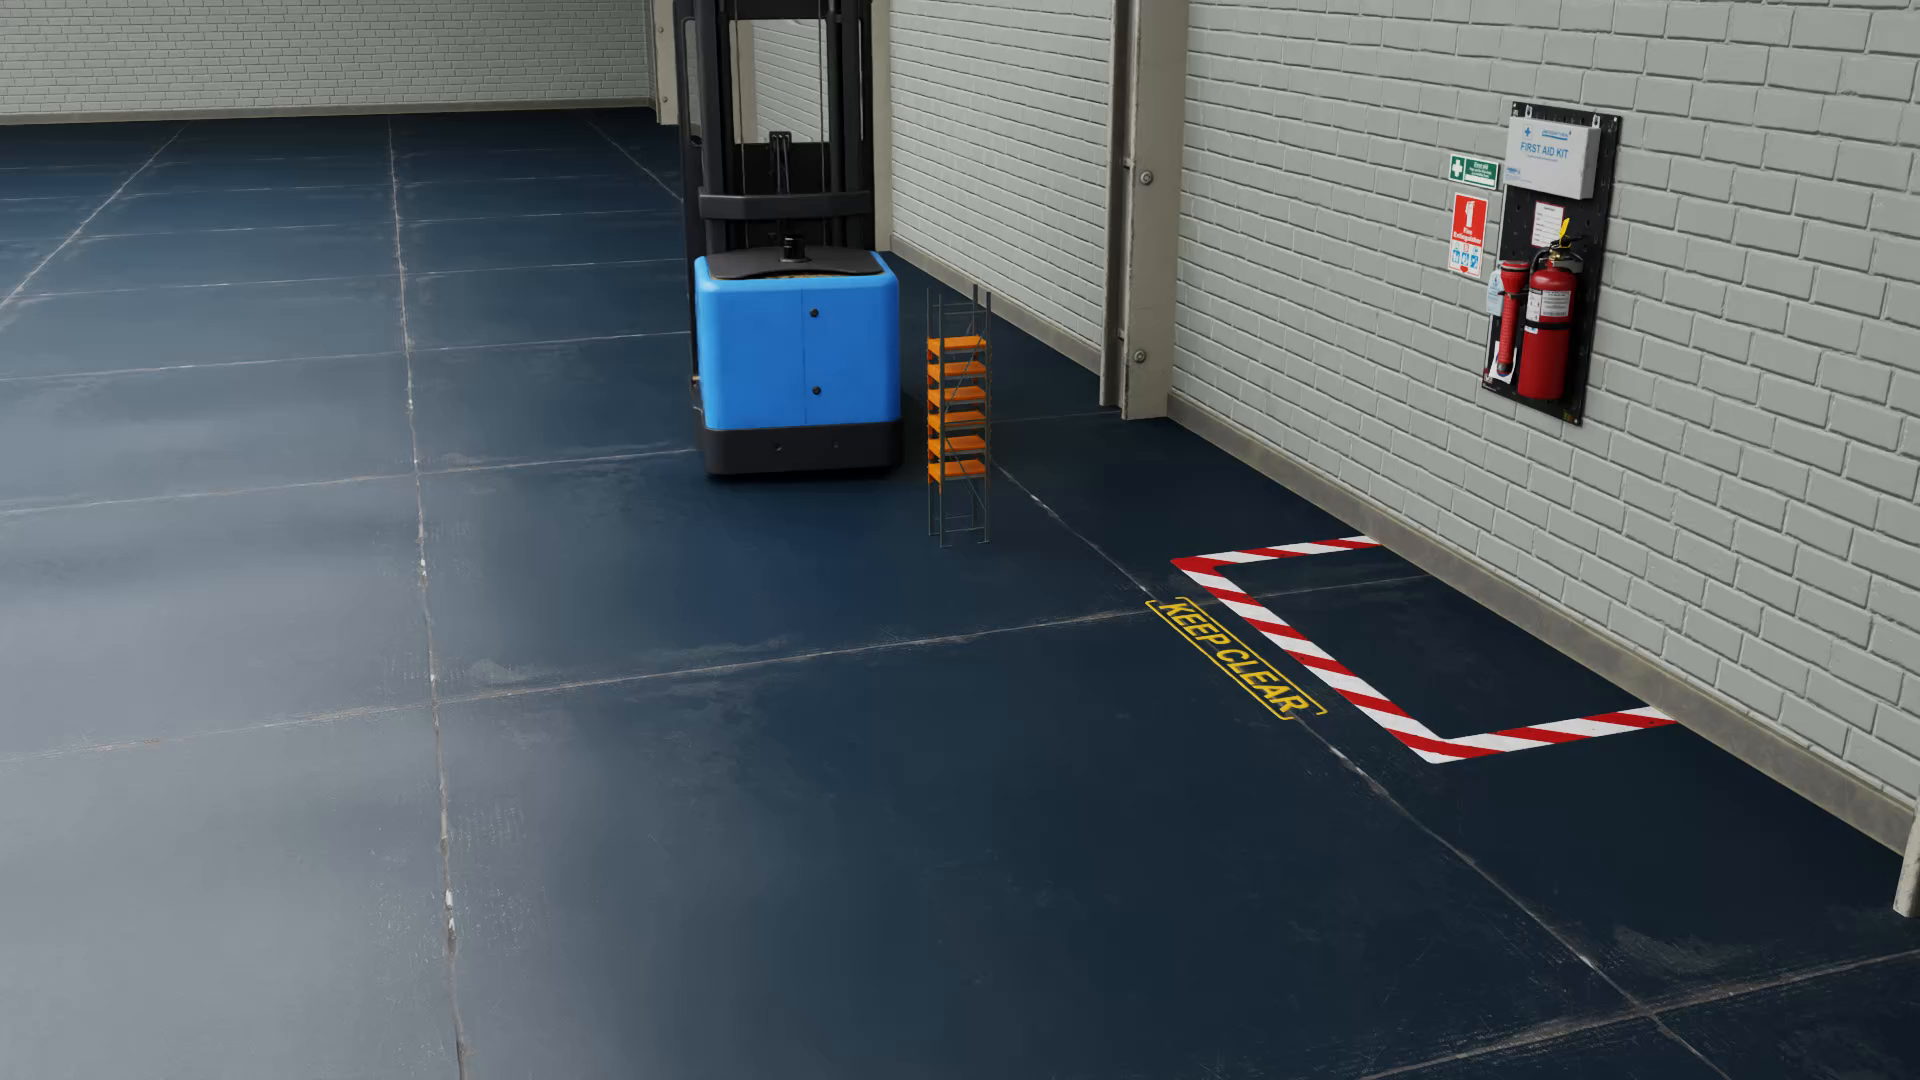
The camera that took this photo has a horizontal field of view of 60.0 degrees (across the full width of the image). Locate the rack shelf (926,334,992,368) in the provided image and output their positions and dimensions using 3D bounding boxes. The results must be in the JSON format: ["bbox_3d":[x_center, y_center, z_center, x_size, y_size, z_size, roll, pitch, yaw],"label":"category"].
[{"bbox_3d":[-0.005,-0.866,7.620,0.258,0.103,0.180,-6,21,-17],"label":"rack shelf"}]

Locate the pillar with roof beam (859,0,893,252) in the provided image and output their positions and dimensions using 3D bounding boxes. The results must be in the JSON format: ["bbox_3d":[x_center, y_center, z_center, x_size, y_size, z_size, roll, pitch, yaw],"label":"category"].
[{"bbox_3d":[-4.906,-6.498,12.695,9.100,9.000,0.400,-6,21,-17],"label":"pillar with roof beam"}]

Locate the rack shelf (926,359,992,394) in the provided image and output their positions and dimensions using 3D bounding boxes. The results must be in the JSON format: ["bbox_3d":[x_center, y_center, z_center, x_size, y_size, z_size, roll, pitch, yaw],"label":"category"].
[{"bbox_3d":[-0.005,-0.753,7.660,0.258,0.103,0.180,-6,21,-17],"label":"rack shelf"}]

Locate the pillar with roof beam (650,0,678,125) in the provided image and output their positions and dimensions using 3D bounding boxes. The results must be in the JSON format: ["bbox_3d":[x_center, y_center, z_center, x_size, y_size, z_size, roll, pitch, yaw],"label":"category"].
[{"bbox_3d":[-8.678,-10.349,23.416,9.100,9.000,0.400,-6,21,-17],"label":"pillar with roof beam"}]

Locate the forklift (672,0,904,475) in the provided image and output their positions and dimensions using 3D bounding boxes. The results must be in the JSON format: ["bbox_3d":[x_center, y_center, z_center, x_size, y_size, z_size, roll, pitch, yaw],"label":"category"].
[{"bbox_3d":[-1.077,-2.179,9.648,1.130,2.935,3.031,-4,20,-10],"label":"forklift"}]

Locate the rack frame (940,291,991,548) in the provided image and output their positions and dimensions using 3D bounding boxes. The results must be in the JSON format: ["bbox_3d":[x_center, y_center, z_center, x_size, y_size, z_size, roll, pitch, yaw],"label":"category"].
[{"bbox_3d":[0.024,-0.540,7.645,0.240,1.200,0.006,-6,21,-17],"label":"rack frame"}]

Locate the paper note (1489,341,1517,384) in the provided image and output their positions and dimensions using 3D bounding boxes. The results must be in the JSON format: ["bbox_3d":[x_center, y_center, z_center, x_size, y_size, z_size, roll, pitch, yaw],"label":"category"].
[{"bbox_3d":[2.222,-0.728,6.808,0.016,0.148,0.142,-6,21,-17],"label":"paper note"}]

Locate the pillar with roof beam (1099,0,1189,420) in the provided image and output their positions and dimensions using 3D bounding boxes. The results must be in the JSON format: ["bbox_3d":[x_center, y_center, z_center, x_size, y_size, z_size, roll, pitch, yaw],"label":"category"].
[{"bbox_3d":[-3.020,-4.572,7.334,9.100,9.000,0.400,-6,21,-17],"label":"pillar with roof beam"}]

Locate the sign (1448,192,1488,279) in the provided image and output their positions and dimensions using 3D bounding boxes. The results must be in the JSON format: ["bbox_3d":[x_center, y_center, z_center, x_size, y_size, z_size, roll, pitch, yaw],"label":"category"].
[{"bbox_3d":[2.136,-1.283,6.999,0.001,0.329,0.234,-6,21,-17],"label":"sign"}]

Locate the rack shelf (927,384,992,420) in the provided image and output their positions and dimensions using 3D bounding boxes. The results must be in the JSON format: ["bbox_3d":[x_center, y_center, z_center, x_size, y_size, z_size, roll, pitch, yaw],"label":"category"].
[{"bbox_3d":[-0.005,-0.640,7.701,0.258,0.103,0.180,-6,21,-17],"label":"rack shelf"}]

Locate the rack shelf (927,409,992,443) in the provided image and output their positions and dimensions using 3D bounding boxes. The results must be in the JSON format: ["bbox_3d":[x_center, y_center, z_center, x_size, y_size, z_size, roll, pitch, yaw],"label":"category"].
[{"bbox_3d":[-0.005,-0.528,7.742,0.258,0.103,0.180,-6,21,-17],"label":"rack shelf"}]

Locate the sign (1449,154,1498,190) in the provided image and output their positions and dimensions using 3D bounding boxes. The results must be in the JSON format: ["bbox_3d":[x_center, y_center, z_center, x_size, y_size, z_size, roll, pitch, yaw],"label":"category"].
[{"bbox_3d":[2.129,-1.530,6.902,0.001,0.109,0.331,-6,21,-17],"label":"sign"}]

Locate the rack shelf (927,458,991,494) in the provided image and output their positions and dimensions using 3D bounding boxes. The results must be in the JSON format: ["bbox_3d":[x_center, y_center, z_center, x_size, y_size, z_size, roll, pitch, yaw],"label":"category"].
[{"bbox_3d":[-0.005,-0.302,7.823,0.258,0.103,0.180,-6,21,-17],"label":"rack shelf"}]

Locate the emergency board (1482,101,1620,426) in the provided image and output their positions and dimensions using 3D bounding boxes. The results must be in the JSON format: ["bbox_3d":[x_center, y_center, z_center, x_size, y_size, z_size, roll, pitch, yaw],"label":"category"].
[{"bbox_3d":[2.212,-1.078,6.480,0.194,1.169,0.643,-6,21,-17],"label":"emergency board"}]

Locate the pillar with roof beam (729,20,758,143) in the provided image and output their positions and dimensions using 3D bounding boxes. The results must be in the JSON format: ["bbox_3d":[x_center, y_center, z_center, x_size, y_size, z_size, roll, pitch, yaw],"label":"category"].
[{"bbox_3d":[-6.792,-8.423,18.055,9.100,9.000,0.400,-6,21,-17],"label":"pillar with roof beam"}]

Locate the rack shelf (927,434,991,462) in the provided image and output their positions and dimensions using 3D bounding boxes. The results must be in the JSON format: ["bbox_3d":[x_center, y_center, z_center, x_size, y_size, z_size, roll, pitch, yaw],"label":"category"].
[{"bbox_3d":[-0.005,-0.415,7.782,0.258,0.103,0.180,-6,21,-17],"label":"rack shelf"}]

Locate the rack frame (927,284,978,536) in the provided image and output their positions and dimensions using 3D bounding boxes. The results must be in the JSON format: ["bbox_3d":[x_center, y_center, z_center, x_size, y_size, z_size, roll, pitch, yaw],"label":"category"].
[{"bbox_3d":[-0.033,-0.599,7.808,0.240,1.200,0.006,-6,21,-17],"label":"rack frame"}]

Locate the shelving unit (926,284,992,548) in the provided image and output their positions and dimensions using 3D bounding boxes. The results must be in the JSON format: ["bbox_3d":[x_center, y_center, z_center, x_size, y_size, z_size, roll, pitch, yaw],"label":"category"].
[{"bbox_3d":[-0.005,-0.569,7.727,0.258,1.200,0.189,-6,21,-17],"label":"shelving unit"}]
